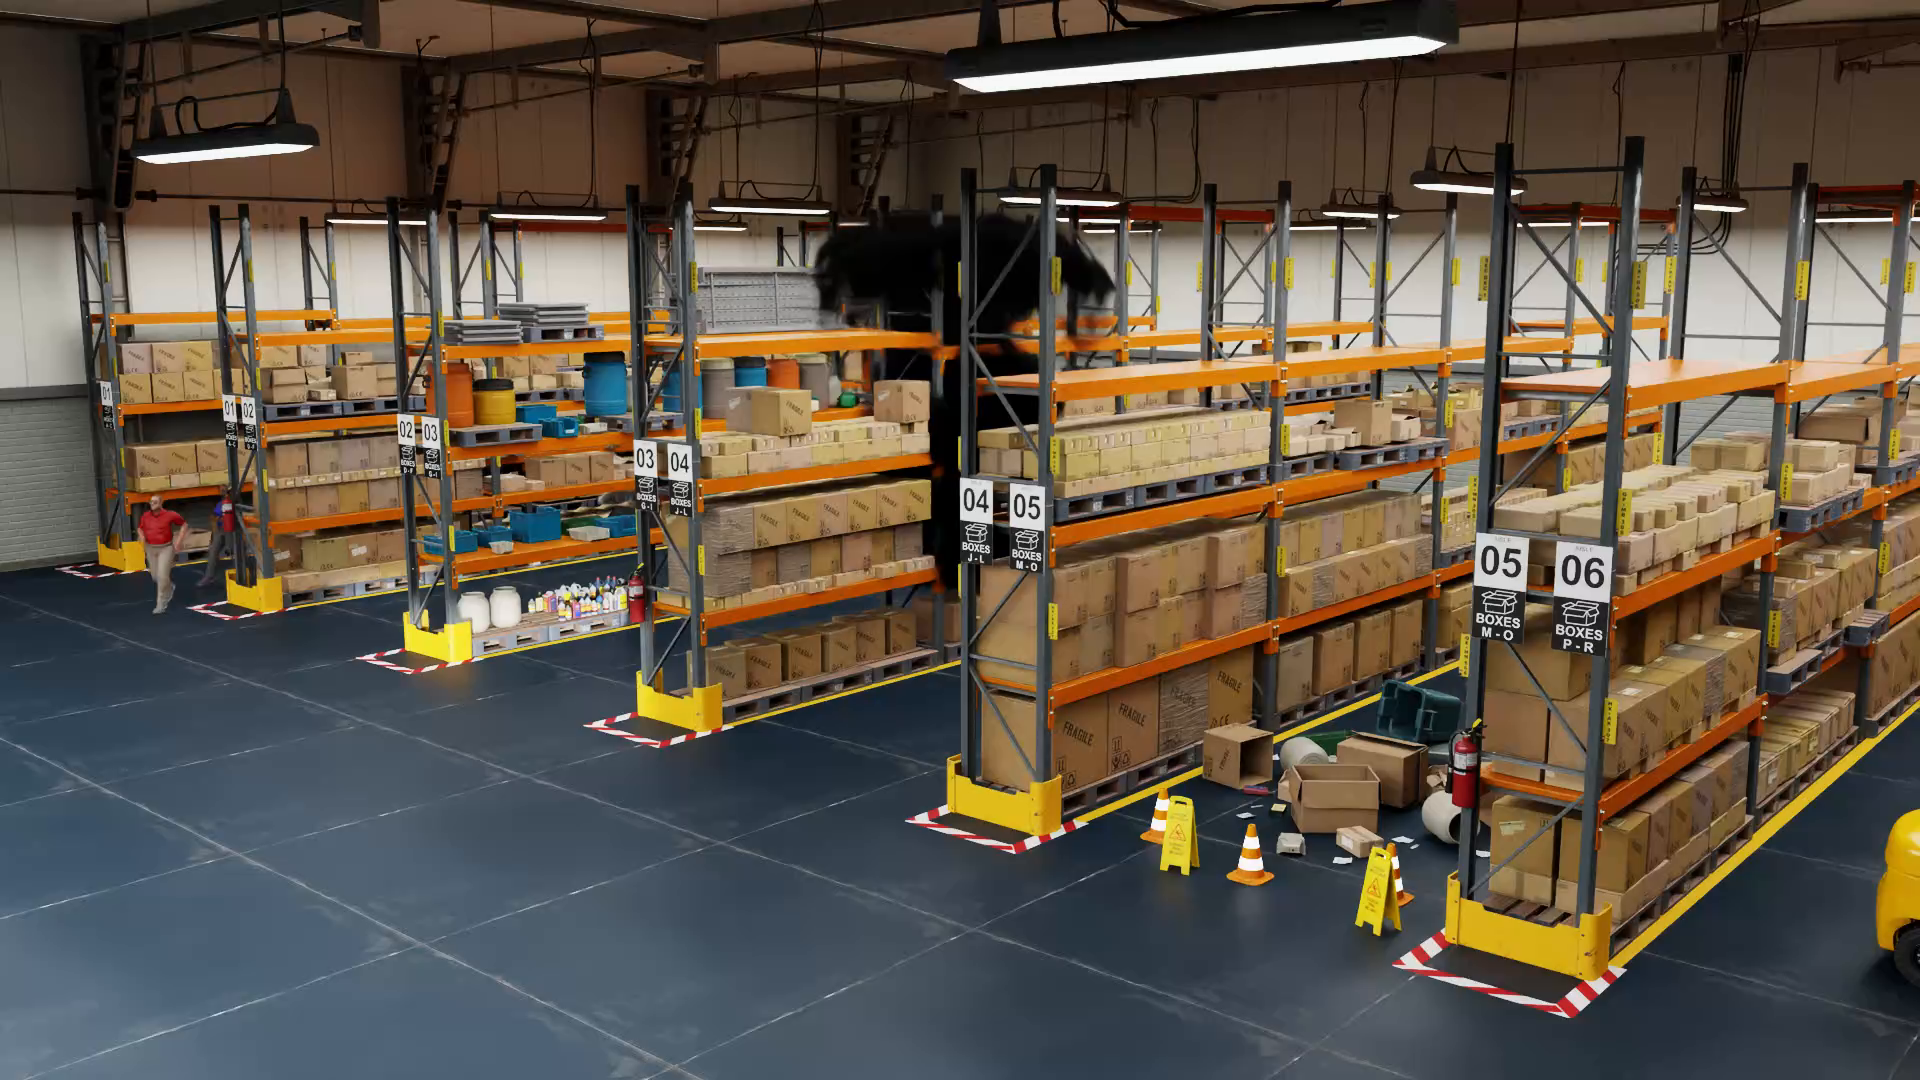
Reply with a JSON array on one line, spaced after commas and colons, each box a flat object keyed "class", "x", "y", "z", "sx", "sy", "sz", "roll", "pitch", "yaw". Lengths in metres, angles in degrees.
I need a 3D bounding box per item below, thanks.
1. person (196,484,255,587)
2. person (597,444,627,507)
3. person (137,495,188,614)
[{"class": "person", "x": -11.725, "y": -0.094, "z": 26.627, "sx": 0.593, "sy": 1.630, "sz": 0.997, "roll": 5, "pitch": 11, "yaw": 27}, {"class": "person", "x": -6.627, "y": -1.004, "z": 32.047, "sx": 0.686, "sy": 1.825, "sz": 0.875, "roll": 8, "pitch": 13, "yaw": 41}, {"class": "person", "x": -12.011, "y": 0.175, "z": 25.040, "sx": 0.686, "sy": 1.745, "sz": 0.864, "roll": 0, "pitch": 9, "yaw": 1}]
